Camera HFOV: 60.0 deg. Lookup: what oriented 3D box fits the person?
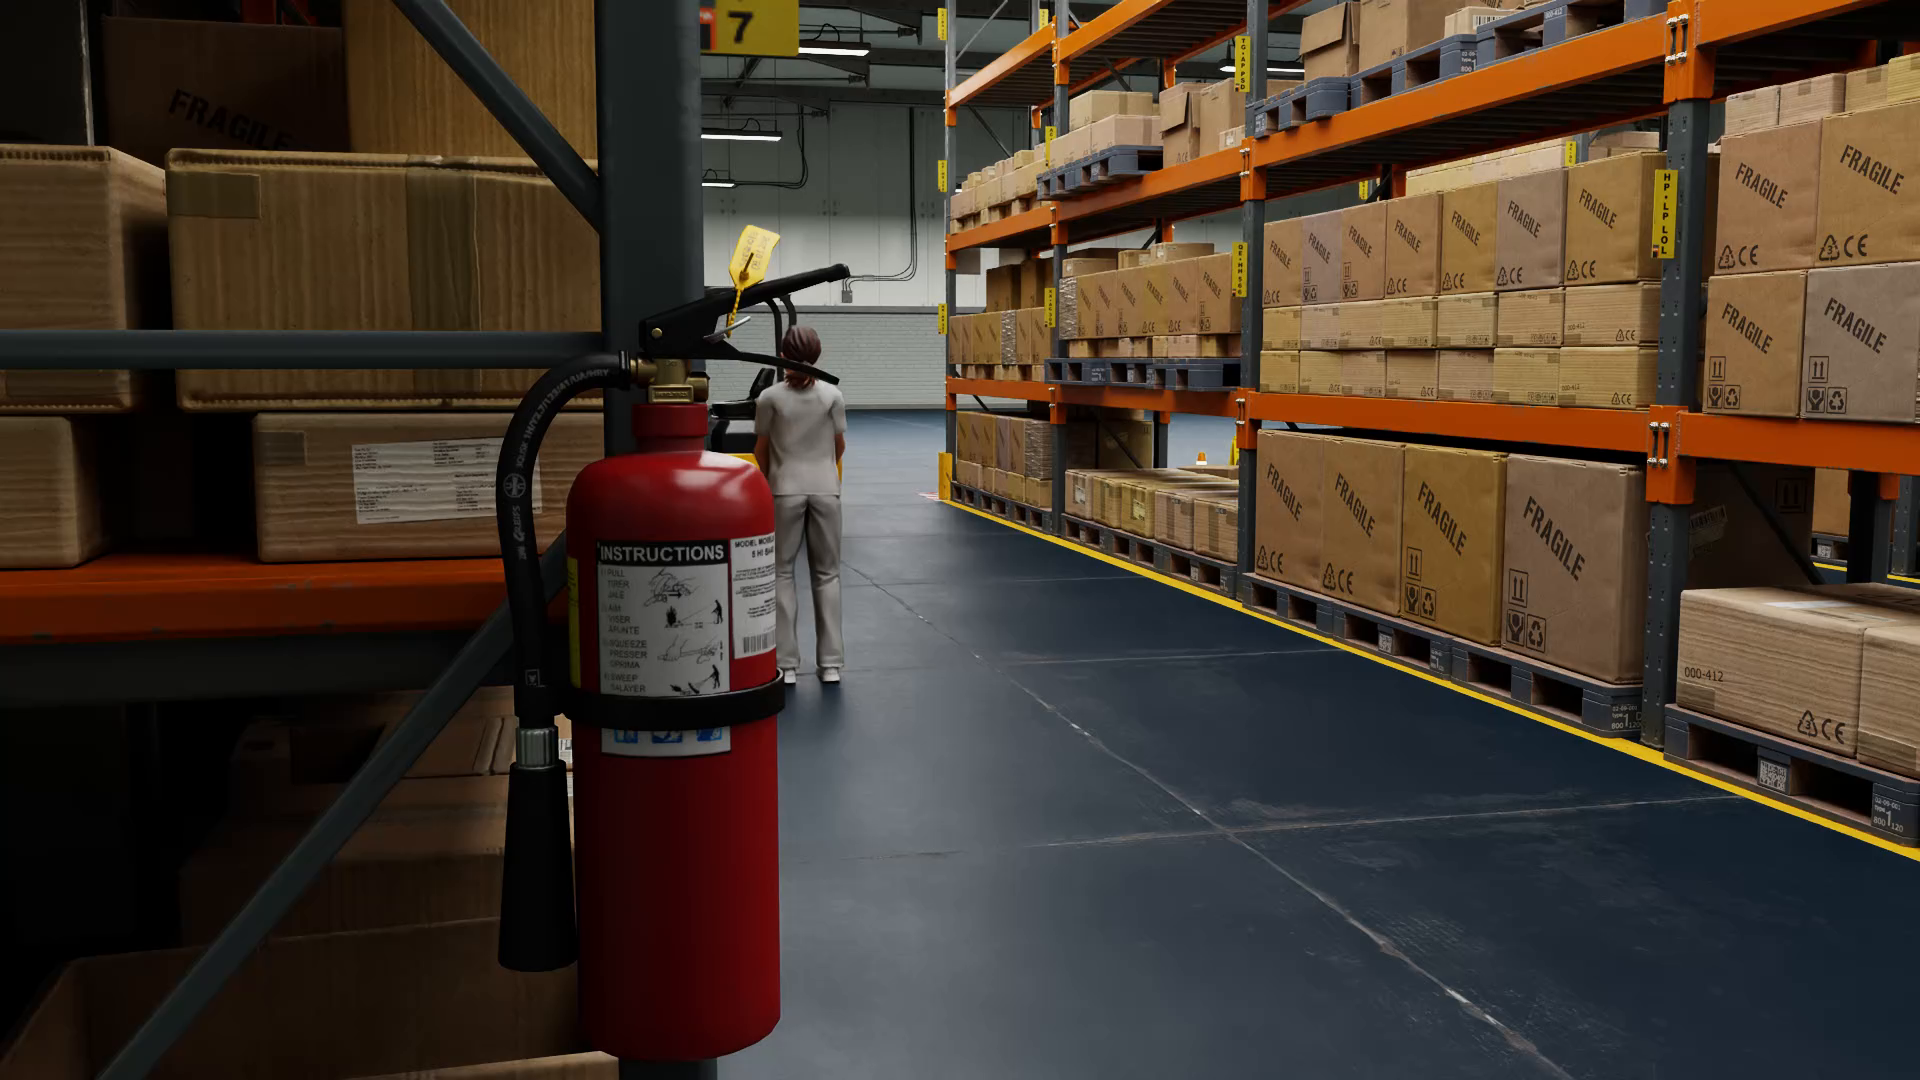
[{"bbox_3d":[-0.751,-0.173,7.783,0.438,1.662,0.553,-2,6,-15],"label":"person"}]
